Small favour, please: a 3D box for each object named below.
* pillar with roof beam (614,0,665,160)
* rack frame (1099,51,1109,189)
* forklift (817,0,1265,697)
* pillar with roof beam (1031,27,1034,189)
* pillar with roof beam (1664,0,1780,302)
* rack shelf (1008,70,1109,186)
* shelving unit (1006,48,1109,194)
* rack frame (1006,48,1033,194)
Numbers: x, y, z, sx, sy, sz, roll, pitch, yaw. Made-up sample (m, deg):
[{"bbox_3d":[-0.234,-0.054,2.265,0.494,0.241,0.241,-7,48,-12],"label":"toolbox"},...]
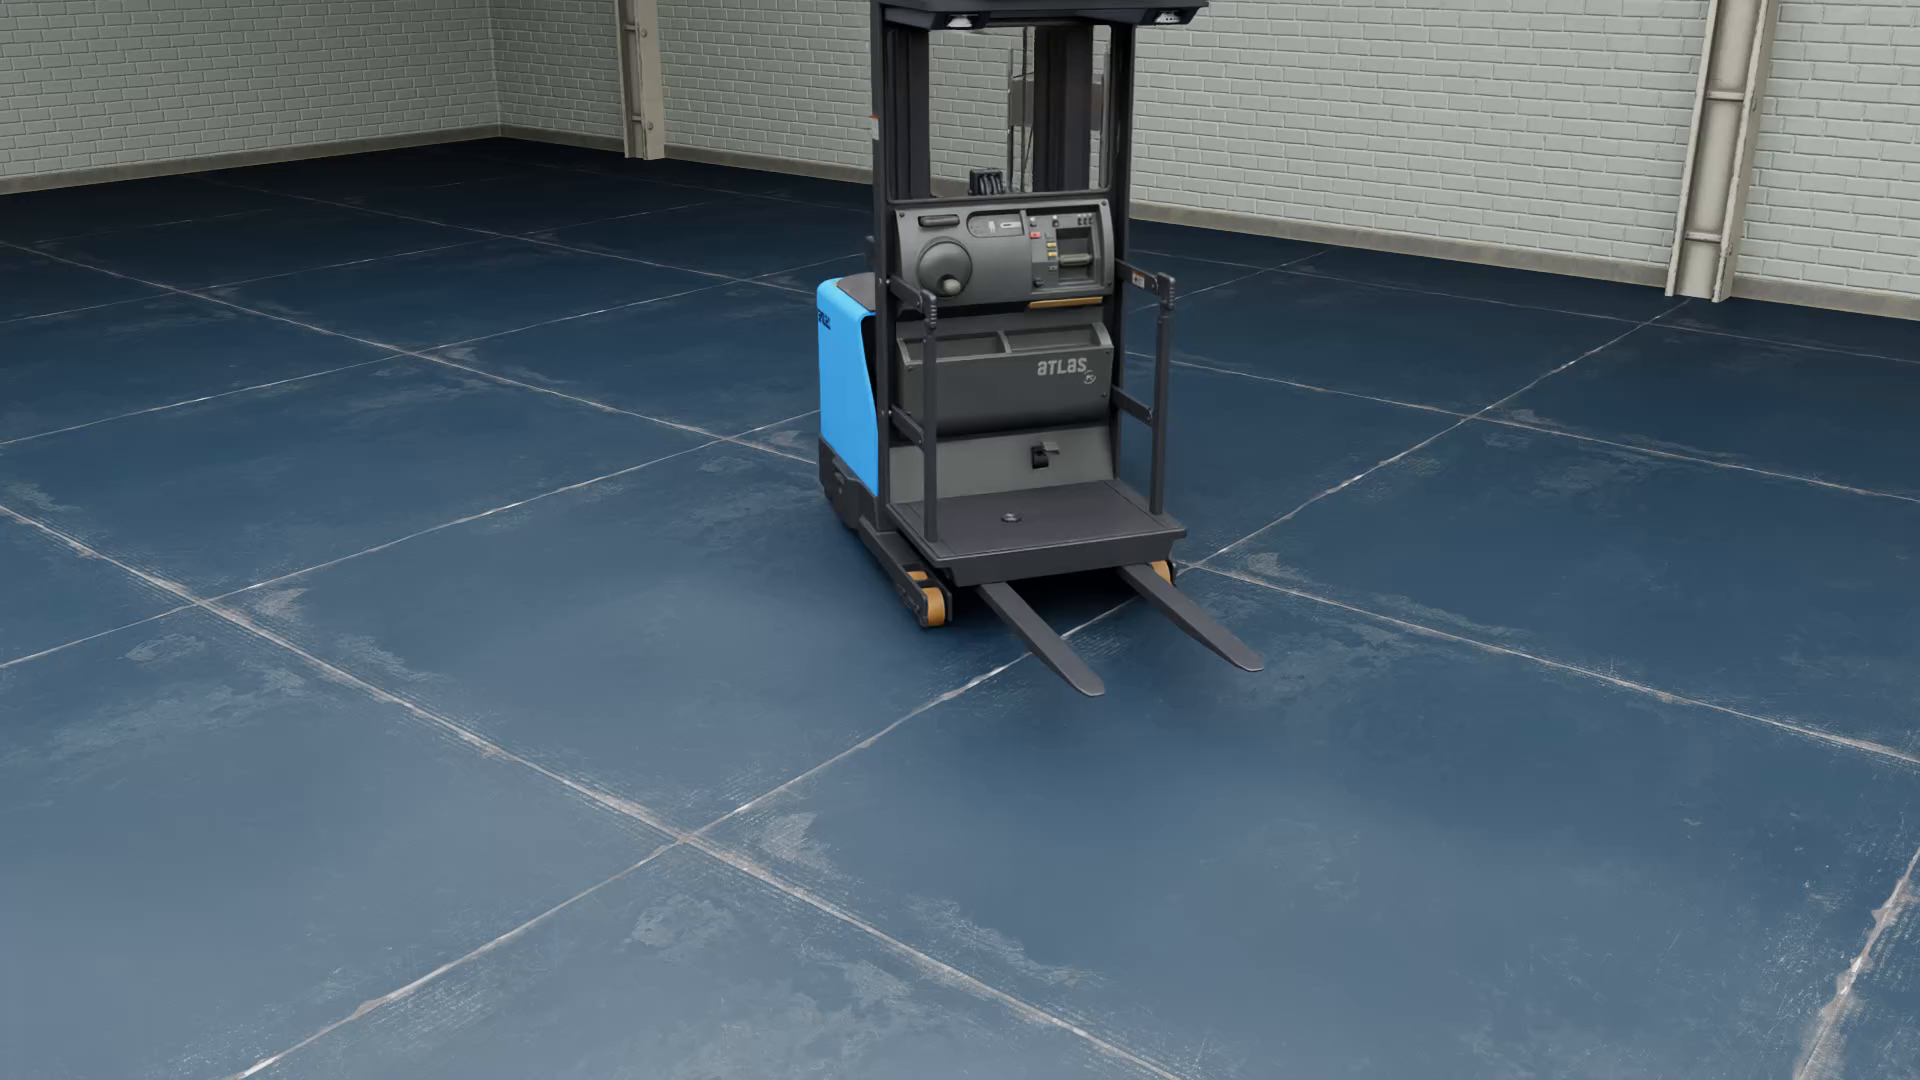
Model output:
[{"bbox_3d":[-6.441,-7.560,14.963,0.400,9.000,9.100,16,26,36],"label":"pillar with roof beam"},{"bbox_3d":[0.761,-1.368,8.319,0.015,2.100,0.400,9,23,23],"label":"rack frame"},{"bbox_3d":[0.263,-1.178,6.637,1.130,2.935,3.031,-7,22,-18],"label":"forklift"},{"bbox_3d":[-1.792,-6.222,11.414,0.400,9.000,9.100,16,26,36],"label":"pillar with roof beam"},{"bbox_3d":[2.856,-4.883,7.864,0.400,9.000,9.100,16,26,36],"label":"pillar with roof beam"},{"bbox_3d":[0.539,-2.046,8.172,0.480,0.518,0.431,9,23,23],"label":"rack shelf"},{"bbox_3d":[0.539,-1.403,8.414,0.503,2.100,0.431,9,23,23],"label":"shelving unit"},{"bbox_3d":[0.317,-1.439,8.509,0.015,2.100,0.400,9,23,23],"label":"rack frame"}]
